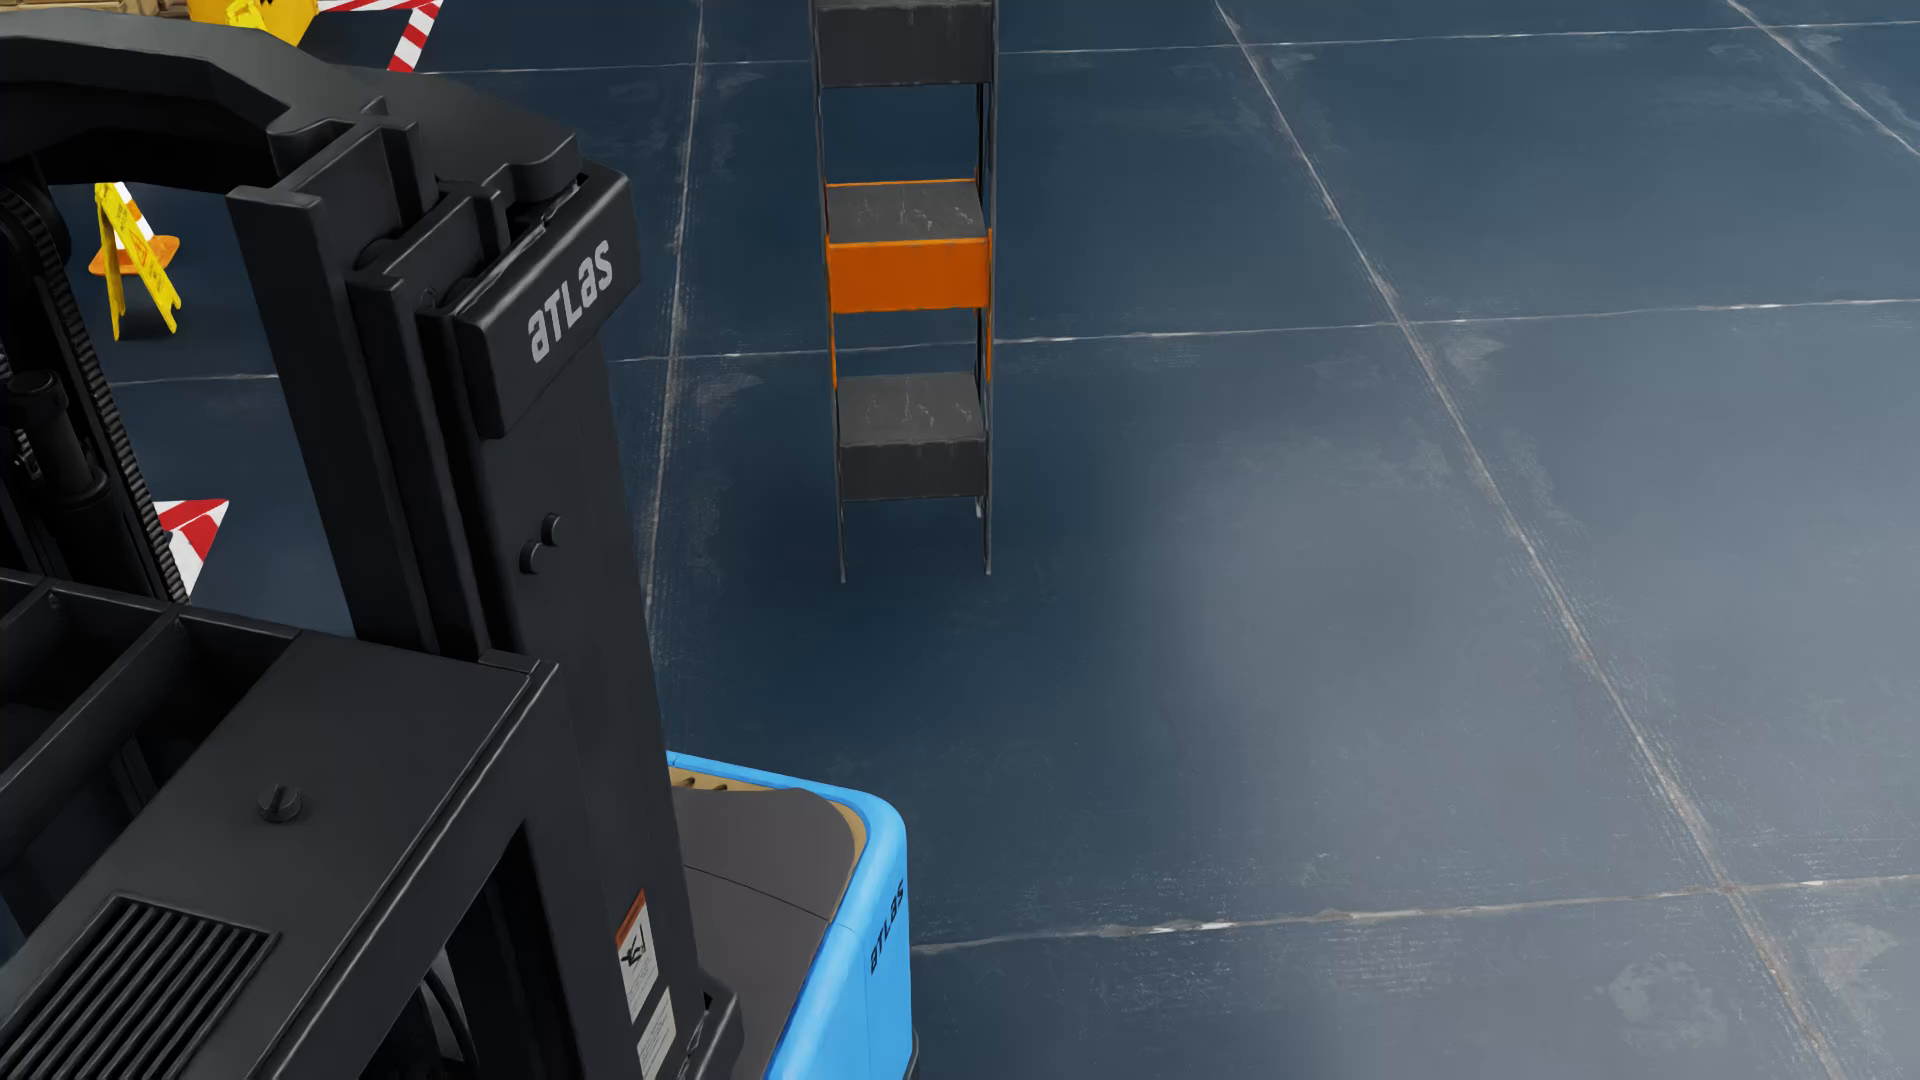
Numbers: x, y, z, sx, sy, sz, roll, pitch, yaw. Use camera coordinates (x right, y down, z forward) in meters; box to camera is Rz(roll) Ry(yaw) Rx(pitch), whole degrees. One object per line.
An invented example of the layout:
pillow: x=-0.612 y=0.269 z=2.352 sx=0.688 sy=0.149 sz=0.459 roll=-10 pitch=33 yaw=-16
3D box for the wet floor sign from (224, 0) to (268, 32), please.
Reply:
wet floor sign: x=-3.476 y=-2.338 z=8.192 sx=0.232 sy=0.644 sz=0.267 roll=9 pitch=39 yaw=12

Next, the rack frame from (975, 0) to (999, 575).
rack frame: x=0.078 y=-0.829 z=5.105 sx=0.015 sy=2.100 sz=0.400 roll=-3 pitch=38 yaw=-4

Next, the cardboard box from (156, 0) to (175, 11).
cardboard box: x=-4.588 y=-3.124 z=9.168 sx=0.500 sy=0.250 sz=0.500 roll=-3 pitch=38 yaw=-4

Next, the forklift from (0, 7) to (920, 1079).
forklift: x=-0.985 y=1.014 z=2.099 sx=1.130 sy=2.935 sz=3.031 roll=10 pitch=39 yaw=12

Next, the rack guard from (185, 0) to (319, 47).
rack guard: x=-3.835 y=-2.926 z=9.055 sx=0.348 sy=0.500 sz=1.175 roll=-3 pitch=38 yaw=-4

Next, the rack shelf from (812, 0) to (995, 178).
rack shelf: x=-0.165 y=-1.354 z=4.663 sx=0.480 sy=0.518 sz=0.431 roll=-3 pitch=38 yaw=-4

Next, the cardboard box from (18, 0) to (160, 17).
cardboard box: x=-4.565 y=-2.786 z=8.740 sx=0.500 sy=0.250 sz=0.500 roll=-3 pitch=38 yaw=-4

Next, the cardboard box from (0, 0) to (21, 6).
cardboard box: x=-5.054 y=-3.056 z=8.477 sx=0.500 sy=0.500 sz=0.500 roll=-2 pitch=38 yaw=-2

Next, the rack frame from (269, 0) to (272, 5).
rack frame: x=-3.760 y=-3.912 z=8.286 sx=0.127 sy=3.000 sz=1.000 roll=-3 pitch=38 yaw=-4

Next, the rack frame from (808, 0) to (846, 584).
rack frame: x=-0.408 y=-0.802 z=5.071 sx=0.015 sy=2.100 sz=0.400 roll=-3 pitch=38 yaw=-4

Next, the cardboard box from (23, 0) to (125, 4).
cardboard box: x=-4.534 y=-3.087 z=8.516 sx=0.500 sy=0.500 sz=0.500 roll=-3 pitch=38 yaw=-4

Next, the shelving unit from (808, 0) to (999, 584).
shelving unit: x=-0.165 y=-0.815 z=5.088 sx=0.503 sy=2.100 sz=0.431 roll=-3 pitch=38 yaw=-4

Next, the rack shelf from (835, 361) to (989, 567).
rack shelf: x=-0.165 y=-0.255 z=5.530 sx=0.480 sy=0.518 sz=0.431 roll=-3 pitch=38 yaw=-4

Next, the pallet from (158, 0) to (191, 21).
pallet: x=-4.648 y=-2.790 z=9.116 sx=1.213 sy=0.211 sz=1.003 roll=-3 pitch=38 yaw=-4

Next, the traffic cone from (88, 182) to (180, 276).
traffic cone: x=-3.637 y=-1.430 z=7.189 sx=0.334 sy=0.463 sz=0.336 roll=-3 pitch=38 yaw=-4

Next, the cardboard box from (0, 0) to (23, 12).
cardboard box: x=-5.058 y=-2.763 z=8.711 sx=0.500 sy=0.250 sz=0.500 roll=-3 pitch=38 yaw=-4

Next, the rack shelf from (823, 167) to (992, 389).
rack shelf: x=-0.165 y=-0.805 z=5.097 sx=0.480 sy=0.518 sz=0.431 roll=-3 pitch=38 yaw=-4

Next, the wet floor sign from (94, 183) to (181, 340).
wet floor sign: x=-3.367 y=-1.162 z=6.702 sx=0.232 sy=0.644 sz=0.267 roll=-9 pitch=39 yaw=-12
